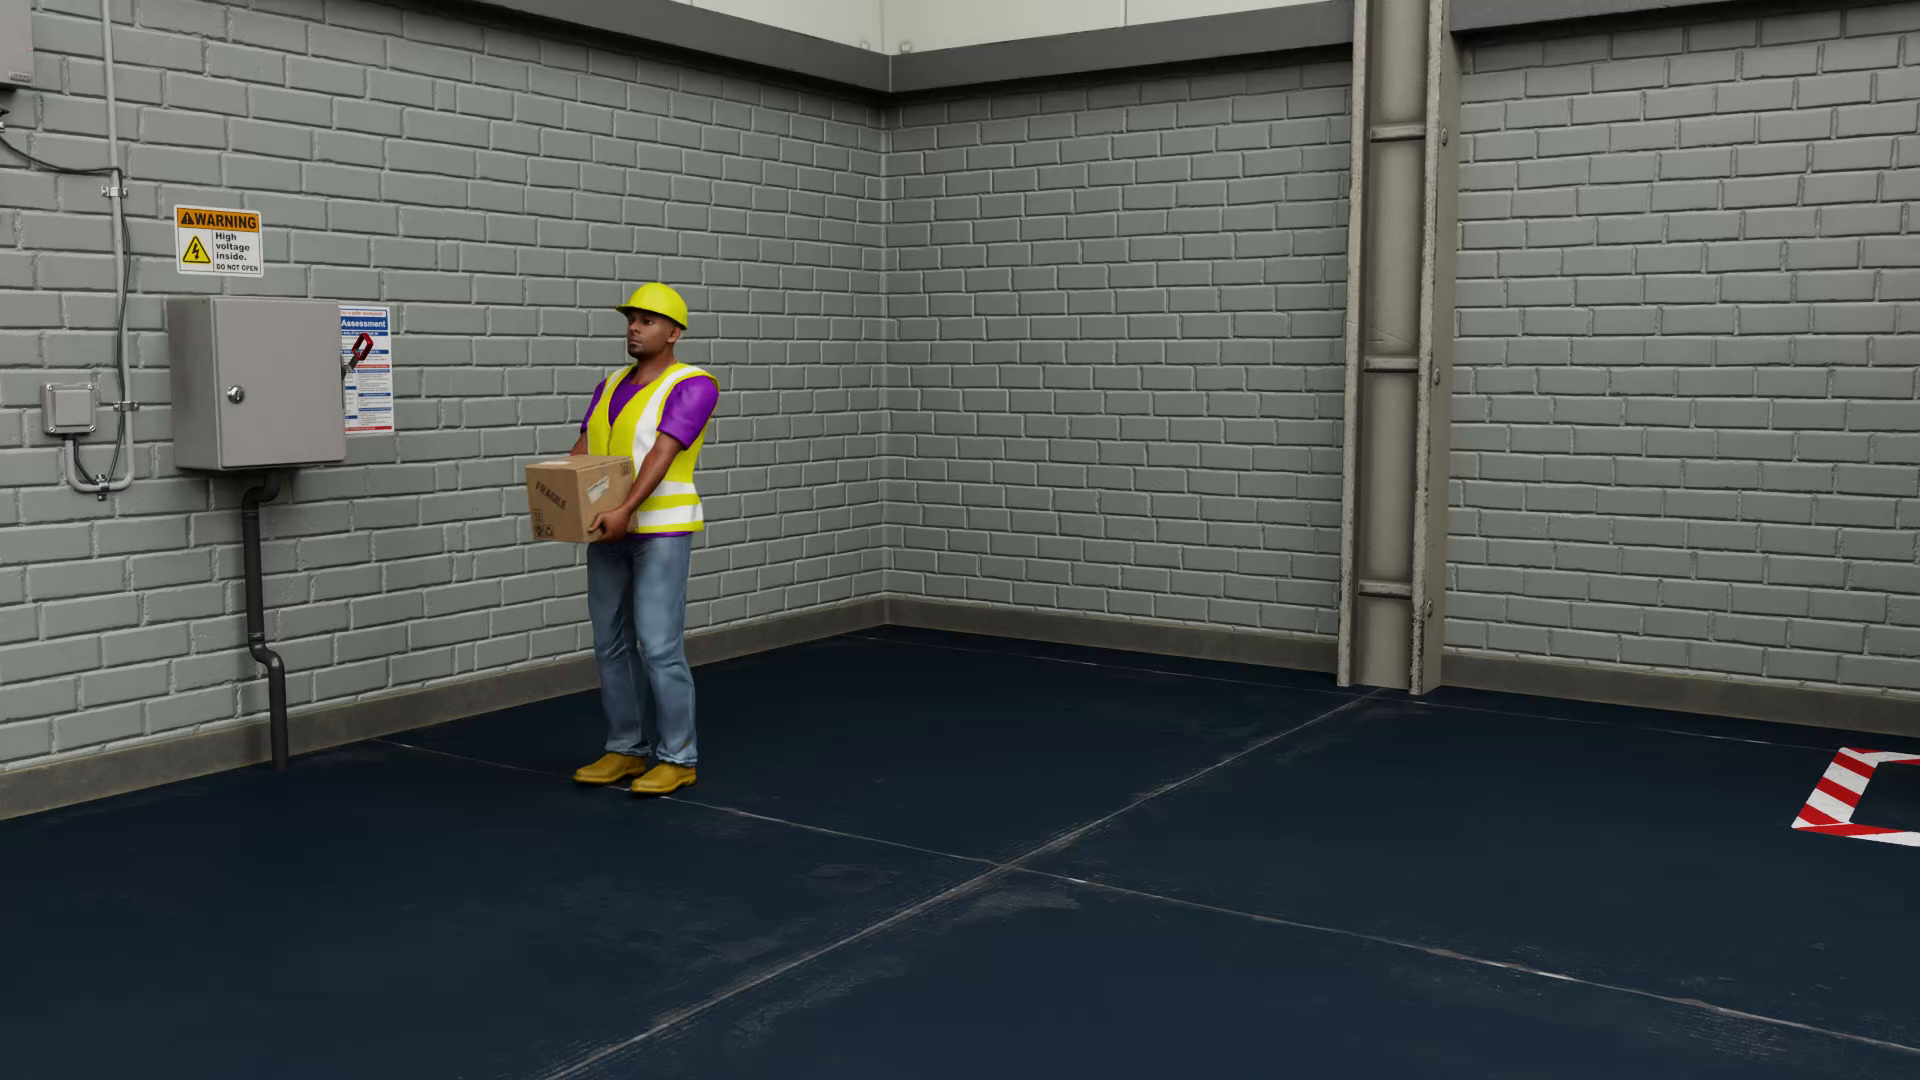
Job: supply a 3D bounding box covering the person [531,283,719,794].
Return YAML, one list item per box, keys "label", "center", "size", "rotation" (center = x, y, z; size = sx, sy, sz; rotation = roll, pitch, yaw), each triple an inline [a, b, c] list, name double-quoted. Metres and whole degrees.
- label: "person"
  center: [-1.152, -0.004, 5.737]
  size: [0.502, 1.761, 0.577]
  rotation: [4, 8, 34]
